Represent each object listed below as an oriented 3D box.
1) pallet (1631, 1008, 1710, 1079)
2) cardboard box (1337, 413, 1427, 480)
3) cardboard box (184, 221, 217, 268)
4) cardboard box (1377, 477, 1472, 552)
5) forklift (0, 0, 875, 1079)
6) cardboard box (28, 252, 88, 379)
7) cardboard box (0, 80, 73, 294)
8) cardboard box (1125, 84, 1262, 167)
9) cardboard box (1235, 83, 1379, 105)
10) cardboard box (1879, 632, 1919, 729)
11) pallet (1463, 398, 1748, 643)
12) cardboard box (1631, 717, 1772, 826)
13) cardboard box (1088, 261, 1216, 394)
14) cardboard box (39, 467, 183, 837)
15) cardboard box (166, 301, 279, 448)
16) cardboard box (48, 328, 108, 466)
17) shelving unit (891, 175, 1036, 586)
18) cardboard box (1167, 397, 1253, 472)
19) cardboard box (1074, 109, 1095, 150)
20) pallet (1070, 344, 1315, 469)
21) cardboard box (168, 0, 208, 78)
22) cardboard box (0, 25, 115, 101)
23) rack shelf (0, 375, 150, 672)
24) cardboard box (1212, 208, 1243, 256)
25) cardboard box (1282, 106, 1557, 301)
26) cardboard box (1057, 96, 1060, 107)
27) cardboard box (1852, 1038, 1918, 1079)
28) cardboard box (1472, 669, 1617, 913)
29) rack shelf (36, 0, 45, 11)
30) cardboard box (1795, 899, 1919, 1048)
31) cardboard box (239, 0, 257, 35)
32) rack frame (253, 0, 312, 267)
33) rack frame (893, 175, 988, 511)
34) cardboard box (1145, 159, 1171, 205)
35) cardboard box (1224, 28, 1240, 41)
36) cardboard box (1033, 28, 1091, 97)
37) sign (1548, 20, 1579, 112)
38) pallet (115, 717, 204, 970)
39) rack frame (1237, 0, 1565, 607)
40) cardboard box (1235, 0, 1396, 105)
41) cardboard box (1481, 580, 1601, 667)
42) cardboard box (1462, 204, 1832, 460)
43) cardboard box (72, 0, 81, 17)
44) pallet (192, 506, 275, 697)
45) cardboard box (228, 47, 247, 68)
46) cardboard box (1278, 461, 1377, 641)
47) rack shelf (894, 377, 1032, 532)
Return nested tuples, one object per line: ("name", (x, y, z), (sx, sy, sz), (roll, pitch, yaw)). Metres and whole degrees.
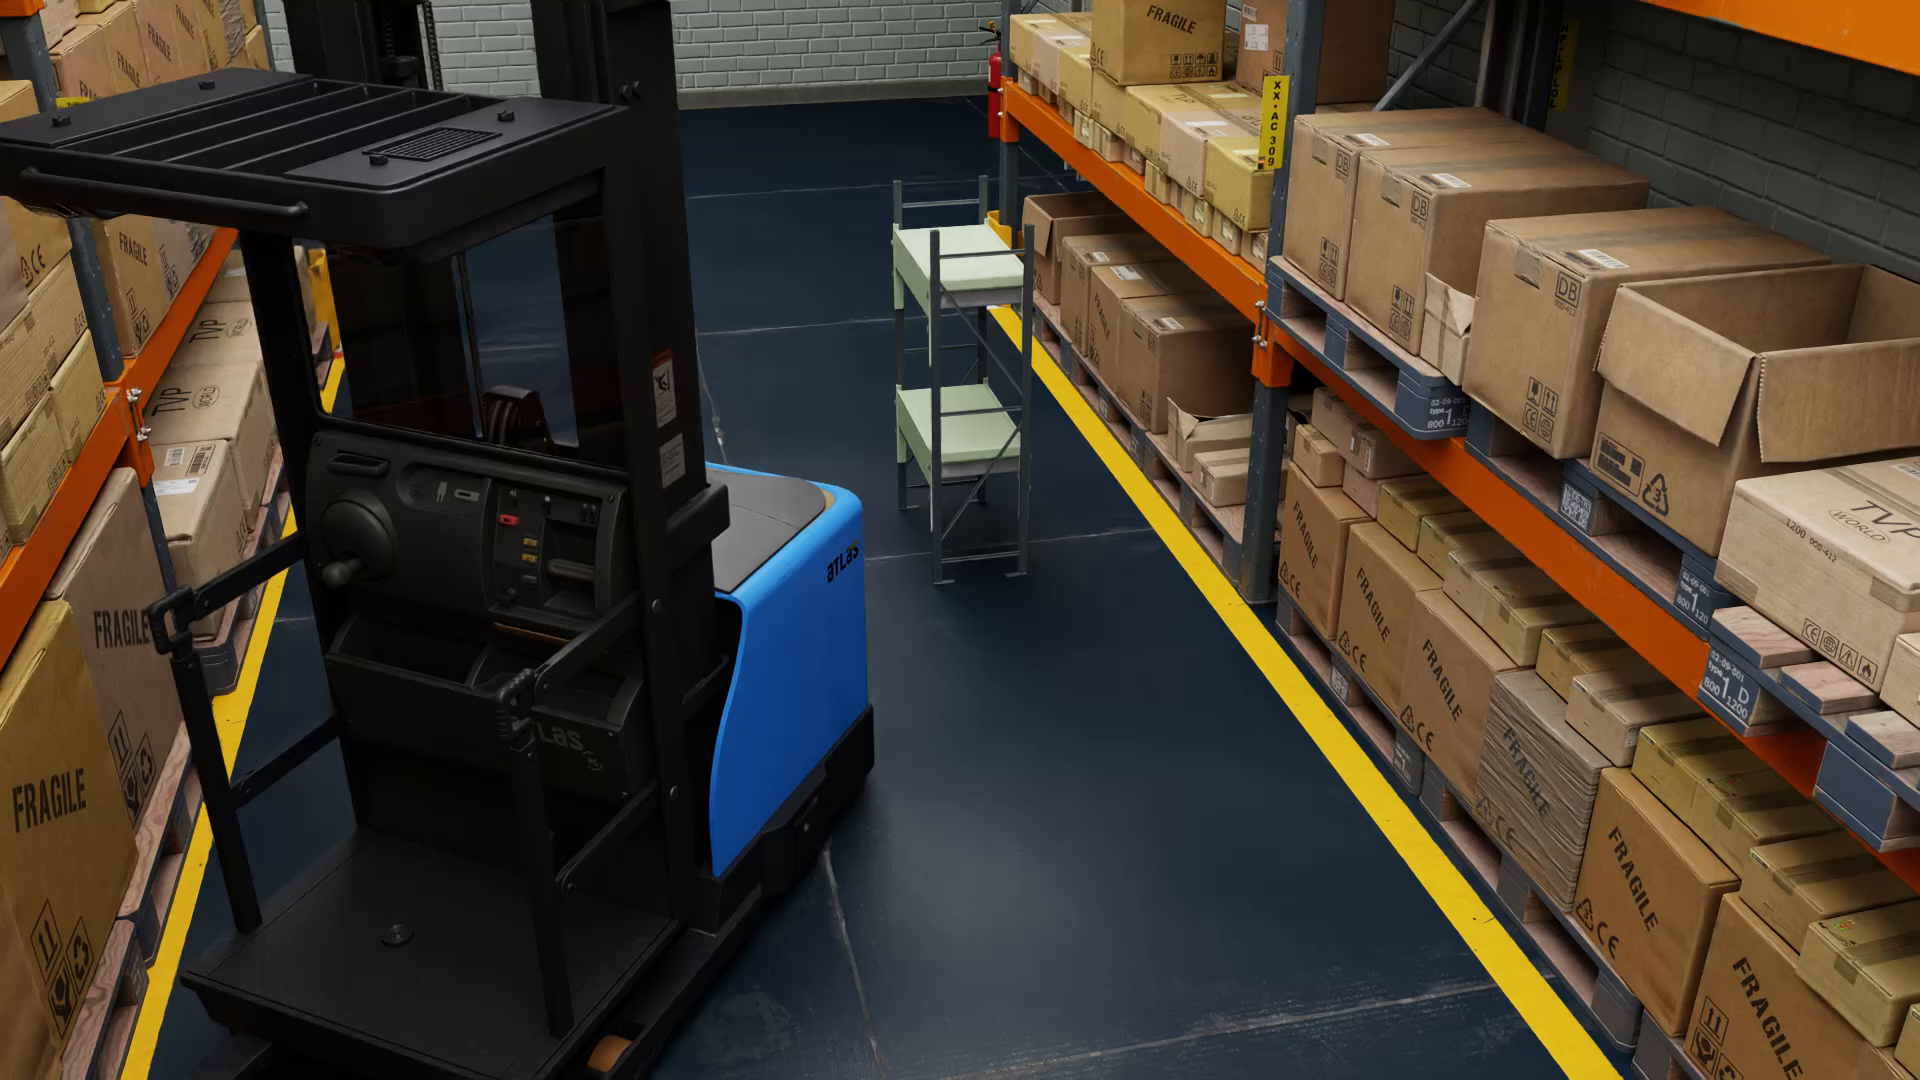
("pallet", (2.408, 1.522, 4.001), (1.003, 0.211, 1.213), (-6, 27, -12))
("cardboard box", (1.565, -0.348, 5.868), (0.380, 0.149, 0.250), (-7, 28, -14))
("cardboard box", (-3.263, -1.359, 6.504), (0.500, 0.500, 0.500), (-6, 27, -11))
("cardboard box", (1.667, -0.099, 5.705), (0.380, 0.149, 0.250), (-7, 28, -14))
("forklift", (-1.327, 0.018, 3.961), (1.130, 2.935, 3.031), (11, 29, 20))
("cardboard box", (-2.861, -0.629, 4.779), (0.500, 0.250, 0.500), (-6, 27, -12))
("cardboard box", (-2.851, -0.962, 4.607), (0.500, 0.500, 0.500), (-5, 27, -10))
("cardboard box", (1.059, -1.851, 7.425), (0.500, 0.250, 0.500), (-6, 27, -12))
("cardboard box", (1.556, -1.904, 7.531), (0.500, 0.250, 0.500), (-5, 27, -10))
("cardboard box", (2.018, 0.284, 3.172), (0.380, 0.149, 0.250), (-5, 27, -11))
("pallet", (2.097, -0.159, 4.449), (1.003, 0.211, 1.213), (-6, 27, -12))
("cardboard box", (2.002, 0.589, 4.341), (0.380, 0.149, 0.250), (-6, 27, -12))
("cardboard box", (0.959, -1.076, 8.360), (0.500, 0.500, 0.500), (-5, 27, -11))
("cardboard box", (-2.979, 0.383, 5.054), (0.875, 0.875, 0.875), (-5, 27, -10))
("cardboard box", (-3.638, -0.761, 7.806), (0.875, 0.438, 0.875), (-5, 27, -10))
("cardboard box", (-2.850, -0.404, 4.887), (0.500, 0.250, 0.500), (-7, 28, -13))
("shelving unit", (0.002, -0.667, 6.906), (0.431, 1.500, 0.755), (-6, 27, -12))
("cardboard box", (1.146, -0.486, 7.452), (0.396, 0.266, 0.258), (-5, 27, -10))
("cardboard box", (0.786, -2.049, 8.259), (0.380, 0.149, 0.250), (-7, 28, -13))
("pallet", (1.206, -0.741, 8.484), (1.003, 0.211, 1.213), (-6, 27, -12))
("cardboard box", (-3.391, -2.037, 6.735), (0.500, 0.500, 0.500), (-6, 27, -12))
("cardboard box", (-3.068, -1.367, 5.408), (0.500, 0.500, 0.500), (-6, 27, -11))
("rack shelf", (-2.746, 0.557, 3.615), (1.077, 0.370, 4.000), (-6, 27, -12))
("cardboard box", (1.241, -1.262, 6.700), (0.380, 0.149, 0.250), (-5, 27, -10))
("cardboard box", (1.529, -1.145, 5.612), (0.700, 0.500, 0.500), (-5, 27, -10))
("cardboard box", (0.739, -2.400, 8.956), (0.380, 0.149, 0.250), (-6, 27, -12))
("cardboard box", (2.235, 1.373, 3.509), (0.500, 0.500, 0.500), (-5, 27, -10))
("cardboard box", (1.877, 0.697, 4.849), (0.500, 0.500, 0.500), (-7, 28, -13))
("rack shelf", (-3.647, -2.538, 6.419), (1.077, 0.370, 4.000), (-6, 27, -12))
("cardboard box", (2.090, 0.939, 3.648), (0.380, 0.149, 0.250), (-7, 28, -14))
("cardboard box", (-3.758, -2.701, 8.053), (0.500, 0.500, 0.500), (-5, 27, -10))
("rack frame", (-4.098, -2.398, 8.672), (1.000, 3.000, 0.127), (-6, 27, -12))
("rack frame", (-0.081, -0.827, 7.225), (0.400, 1.500, 0.023), (-6, 27, -12))
("cardboard box", (1.041, -1.601, 7.371), (0.380, 0.149, 0.250), (-6, 27, -12))
("cardboard box", (1.214, -2.568, 8.845), (0.500, 0.250, 0.500), (-6, 27, -11))
("cardboard box", (0.691, -2.522, 8.753), (0.500, 0.250, 0.500), (-6, 27, -11))
("sign", (2.178, -1.722, 6.049), (0.100, 0.325, 0.005), (-6, 27, -12))
("pallet", (-2.949, 0.934, 5.165), (1.003, 0.211, 1.213), (-6, 27, -12))
("rack frame", (1.638, -1.148, 6.195), (1.000, 3.000, 0.127), (-6, 27, -12))
("cardboard box", (1.562, -2.229, 7.341), (0.500, 0.500, 0.500), (-7, 28, -13))
("cardboard box", (1.815, 0.243, 5.029), (0.380, 0.149, 0.250), (-5, 27, -10))
("cardboard box", (1.823, -0.573, 4.479), (0.700, 0.500, 0.500), (-6, 27, -12))
("cardboard box", (-3.187, -1.806, 5.559), (0.380, 0.149, 0.250), (-6, 27, -12))
("pallet", (-3.292, 0.261, 6.498), (1.003, 0.211, 1.213), (-6, 27, -12))
("cardboard box", (-3.633, -2.036, 7.844), (0.500, 0.500, 0.500), (-7, 28, -13))
("cardboard box", (1.528, 0.016, 6.197), (0.500, 0.500, 0.500), (-5, 27, -9))
("rack shelf", (0.002, -0.376, 7.053), (0.431, 0.370, 0.720), (-6, 27, -12))
